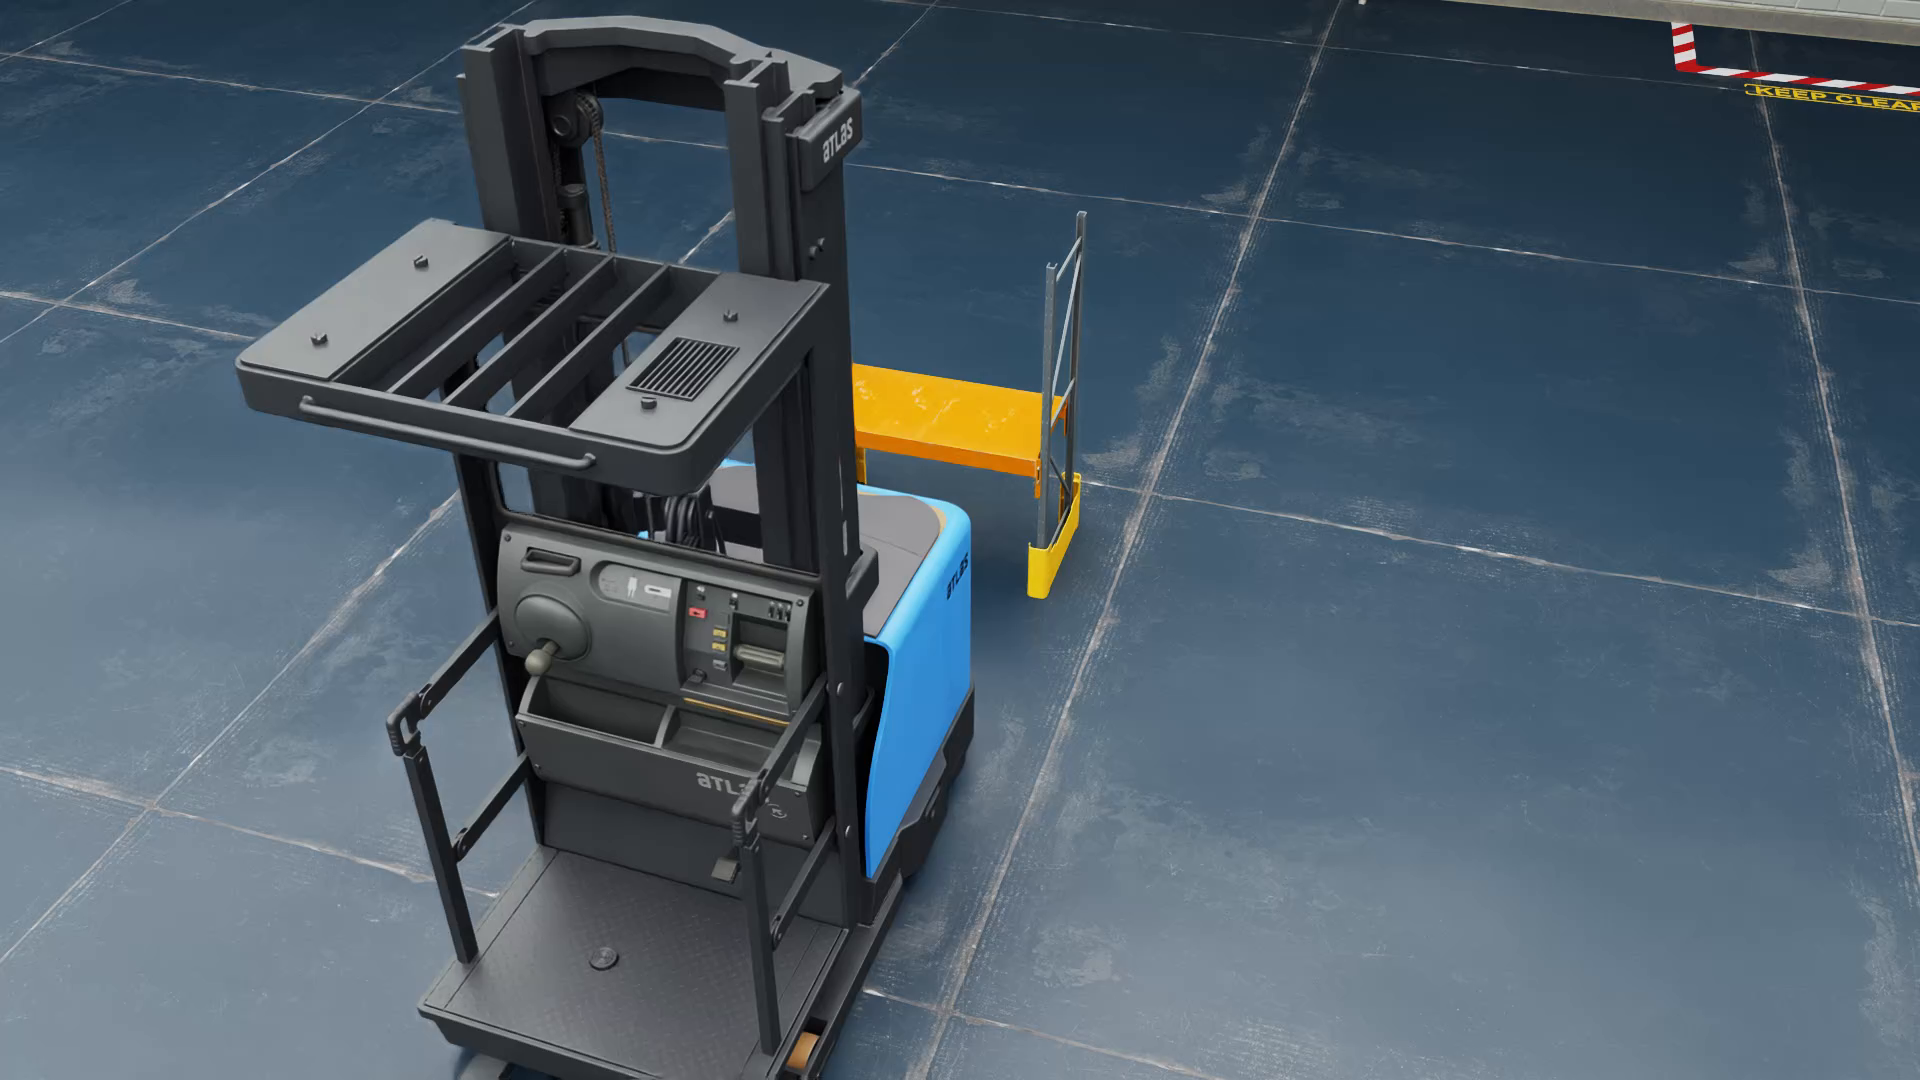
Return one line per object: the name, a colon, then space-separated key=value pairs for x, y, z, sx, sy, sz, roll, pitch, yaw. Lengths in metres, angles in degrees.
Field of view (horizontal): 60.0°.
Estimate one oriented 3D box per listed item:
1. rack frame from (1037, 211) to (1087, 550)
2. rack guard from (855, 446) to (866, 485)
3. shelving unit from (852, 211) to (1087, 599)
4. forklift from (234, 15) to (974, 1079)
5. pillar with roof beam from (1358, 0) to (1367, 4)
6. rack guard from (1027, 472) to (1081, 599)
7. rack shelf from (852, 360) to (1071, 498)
rack frame: x=0.404 y=-0.529 z=6.704 sx=0.032 sy=1.500 sz=0.500 roll=10 pitch=38 yaw=14
rack guard: x=-0.548 y=-0.202 z=7.314 sx=0.087 sy=0.250 sz=0.587 roll=10 pitch=38 yaw=14
shelving unit: x=-0.073 y=-0.618 z=6.824 sx=1.083 sy=1.500 sz=0.587 roll=10 pitch=38 yaw=14
forklift: x=-0.912 y=0.298 z=4.373 sx=1.130 sy=2.935 sz=3.031 roll=12 pitch=38 yaw=15
pillar with roof beam: x=1.719 y=-5.466 z=7.085 sx=0.400 sy=9.000 sz=9.100 roll=10 pitch=38 yaw=14
rack guard: x=0.403 y=-0.026 z=7.075 sx=0.087 sy=0.250 sz=0.587 roll=10 pitch=38 yaw=14
rack shelf: x=-0.081 y=-0.474 z=6.933 sx=1.000 sy=0.185 sz=0.538 roll=10 pitch=38 yaw=14
